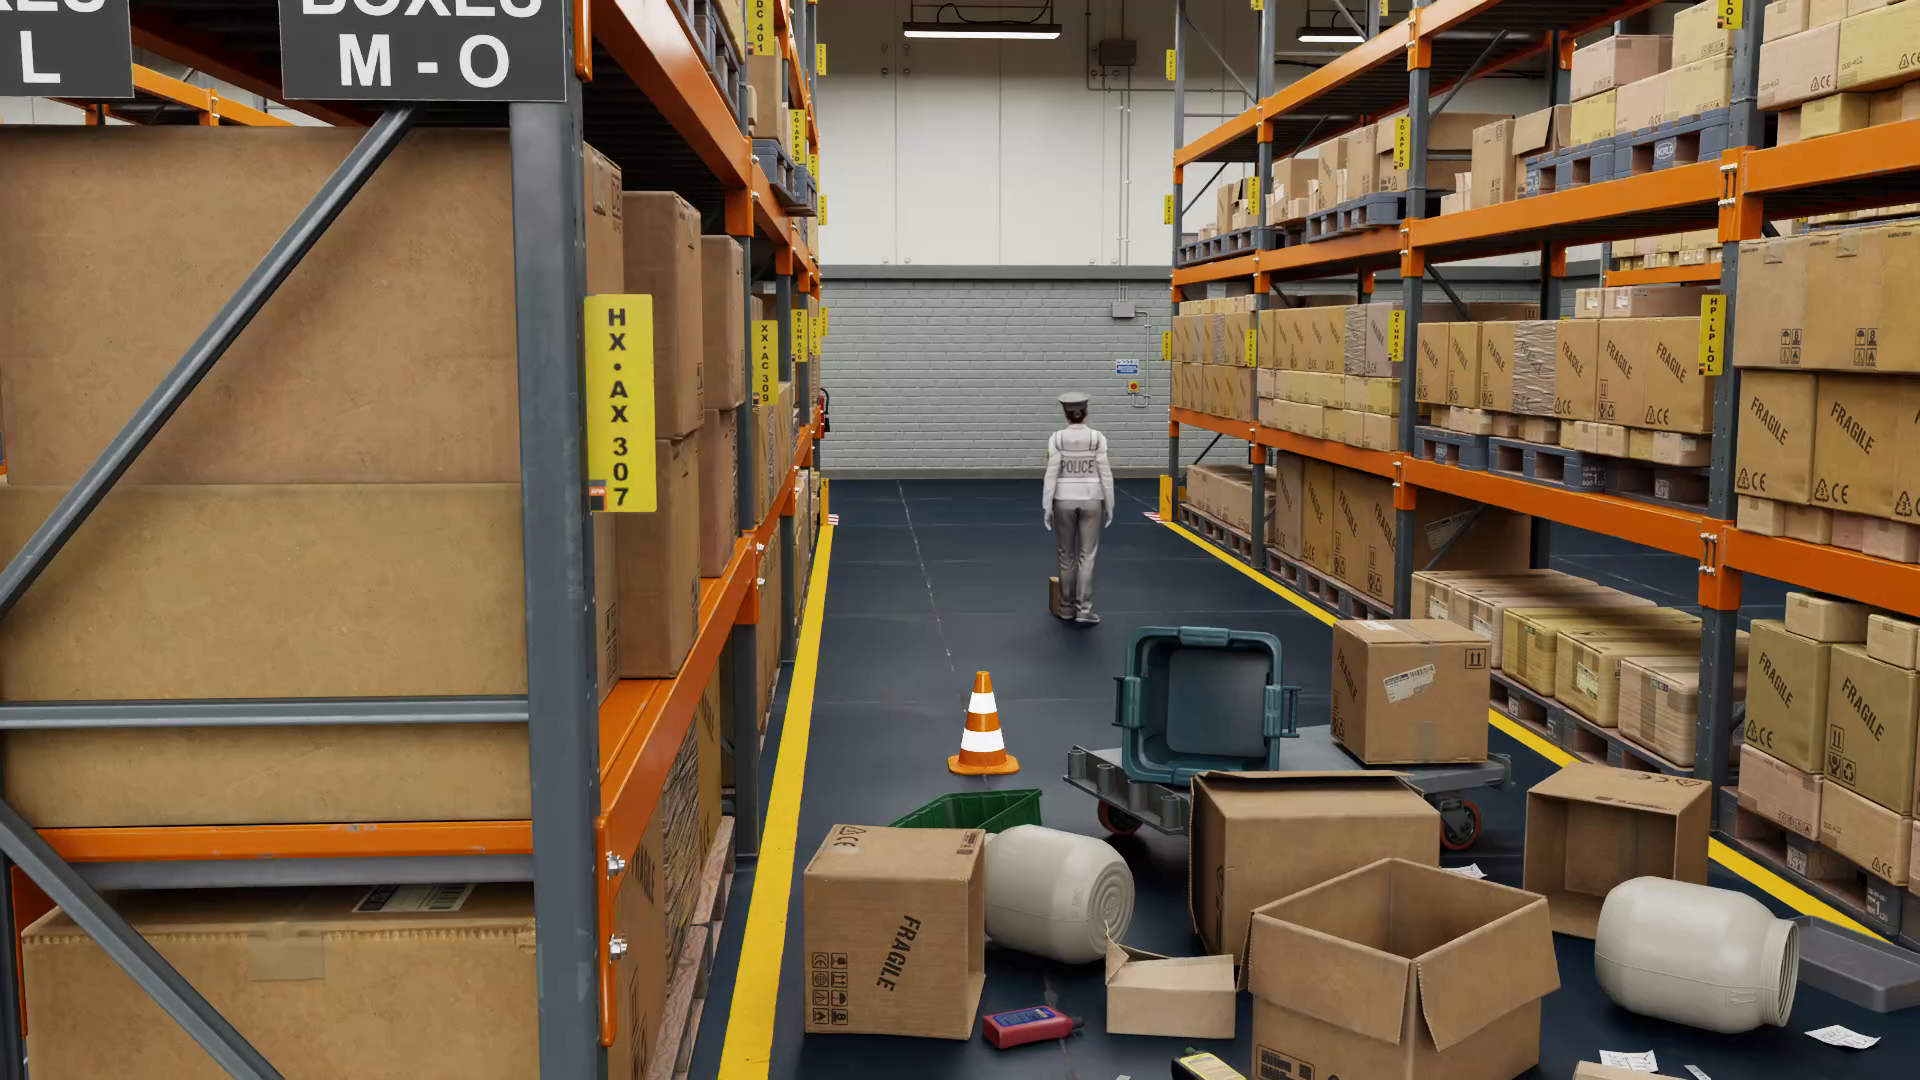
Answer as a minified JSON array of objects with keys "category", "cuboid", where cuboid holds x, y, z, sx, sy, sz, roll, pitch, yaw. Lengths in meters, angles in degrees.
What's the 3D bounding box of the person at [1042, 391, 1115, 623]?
[{"category":"person","cuboid":[0.866,-0.240,12.081,0.514,1.673,0.556,1,7,9]}]
